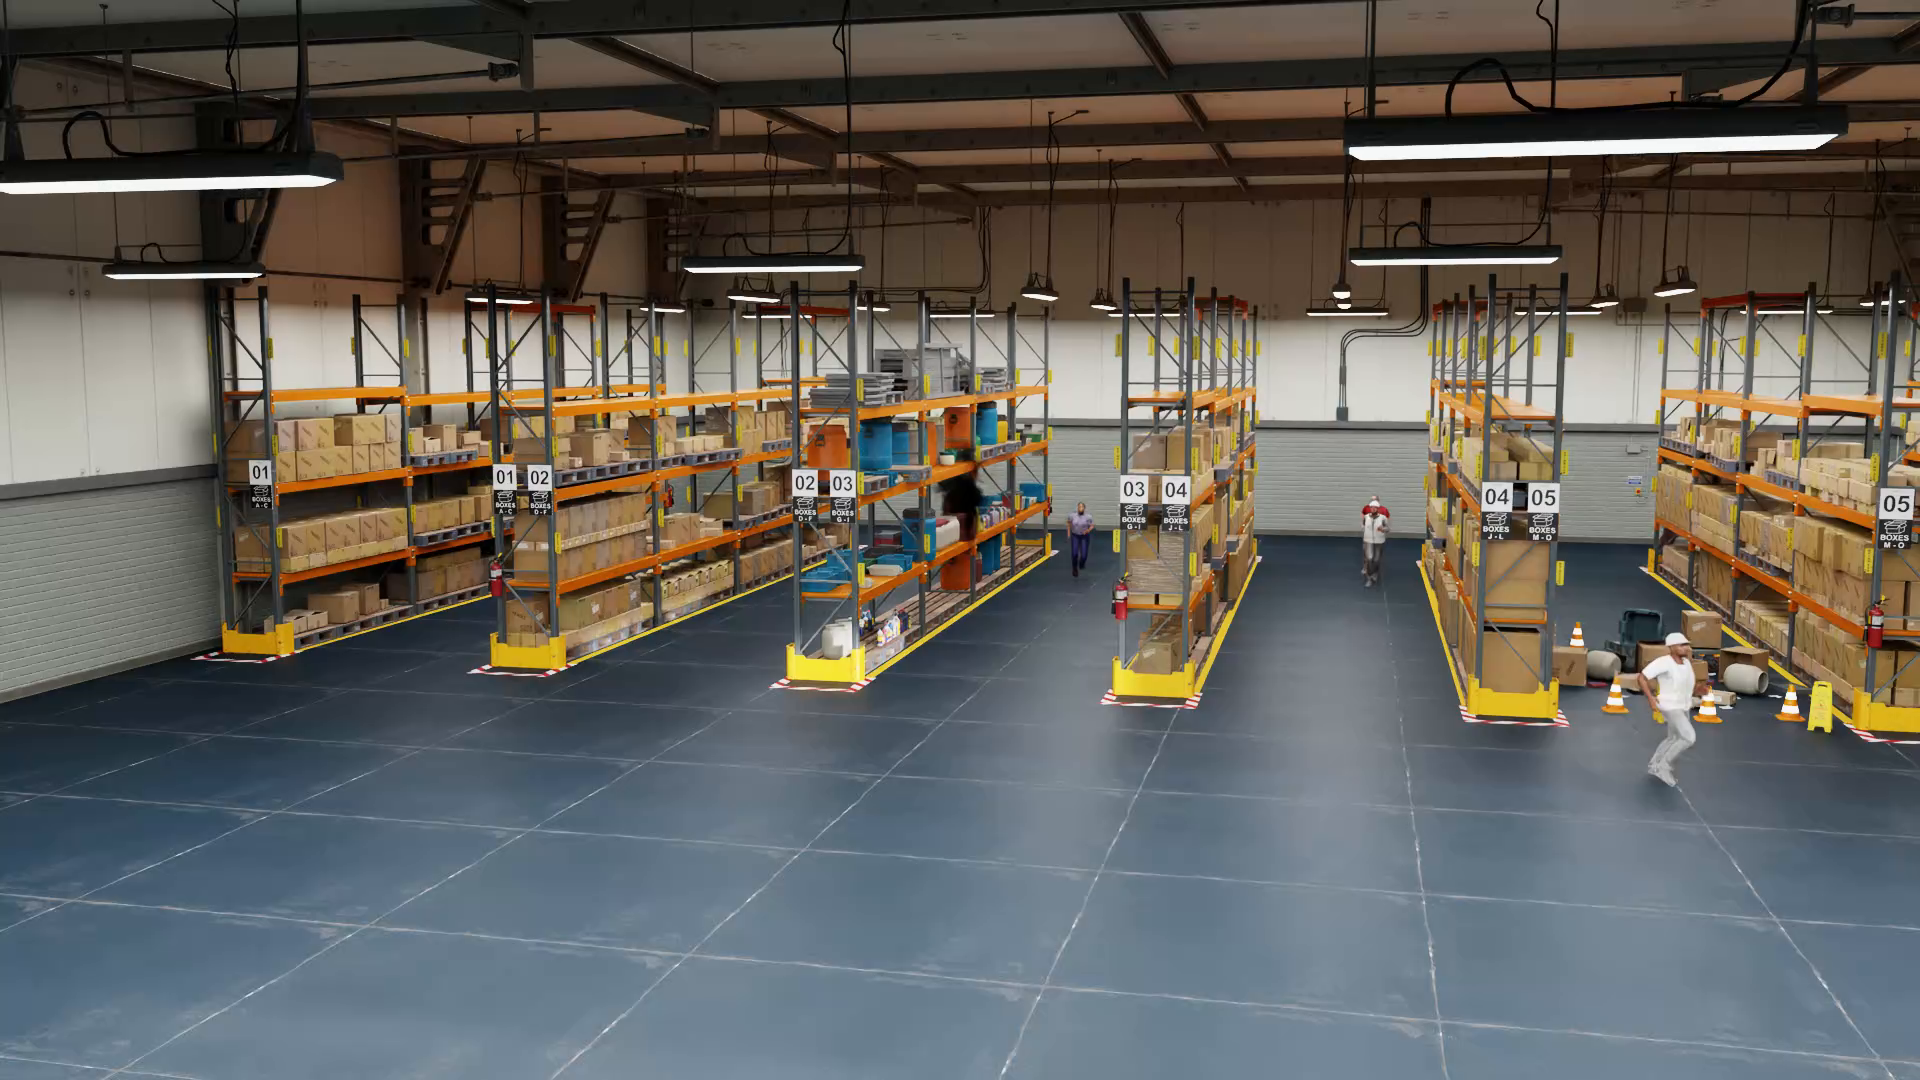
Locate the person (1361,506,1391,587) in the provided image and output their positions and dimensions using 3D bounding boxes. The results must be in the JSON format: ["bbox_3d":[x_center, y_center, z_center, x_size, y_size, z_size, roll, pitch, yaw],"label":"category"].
[{"bbox_3d":[8.829,0.099,35.329,0.633,1.778,0.820,2,7,17],"label":"person"}]

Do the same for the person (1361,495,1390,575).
[{"bbox_3d":[9.279,-0.128,37.201,0.660,1.761,0.862,2,7,20],"label":"person"}]

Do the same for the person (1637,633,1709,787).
[{"bbox_3d":[8.218,1.945,19.070,0.676,1.769,0.698,-5,8,-36],"label":"person"}]

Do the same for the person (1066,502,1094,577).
[{"bbox_3d":[2.558,-0.004,35.456,0.576,1.626,0.719,0,7,3],"label":"person"}]

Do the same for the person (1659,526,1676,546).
[{"bbox_3d":[16.429,-0.242,38.552,0.532,1.670,0.716,6,9,42],"label":"person"}]
